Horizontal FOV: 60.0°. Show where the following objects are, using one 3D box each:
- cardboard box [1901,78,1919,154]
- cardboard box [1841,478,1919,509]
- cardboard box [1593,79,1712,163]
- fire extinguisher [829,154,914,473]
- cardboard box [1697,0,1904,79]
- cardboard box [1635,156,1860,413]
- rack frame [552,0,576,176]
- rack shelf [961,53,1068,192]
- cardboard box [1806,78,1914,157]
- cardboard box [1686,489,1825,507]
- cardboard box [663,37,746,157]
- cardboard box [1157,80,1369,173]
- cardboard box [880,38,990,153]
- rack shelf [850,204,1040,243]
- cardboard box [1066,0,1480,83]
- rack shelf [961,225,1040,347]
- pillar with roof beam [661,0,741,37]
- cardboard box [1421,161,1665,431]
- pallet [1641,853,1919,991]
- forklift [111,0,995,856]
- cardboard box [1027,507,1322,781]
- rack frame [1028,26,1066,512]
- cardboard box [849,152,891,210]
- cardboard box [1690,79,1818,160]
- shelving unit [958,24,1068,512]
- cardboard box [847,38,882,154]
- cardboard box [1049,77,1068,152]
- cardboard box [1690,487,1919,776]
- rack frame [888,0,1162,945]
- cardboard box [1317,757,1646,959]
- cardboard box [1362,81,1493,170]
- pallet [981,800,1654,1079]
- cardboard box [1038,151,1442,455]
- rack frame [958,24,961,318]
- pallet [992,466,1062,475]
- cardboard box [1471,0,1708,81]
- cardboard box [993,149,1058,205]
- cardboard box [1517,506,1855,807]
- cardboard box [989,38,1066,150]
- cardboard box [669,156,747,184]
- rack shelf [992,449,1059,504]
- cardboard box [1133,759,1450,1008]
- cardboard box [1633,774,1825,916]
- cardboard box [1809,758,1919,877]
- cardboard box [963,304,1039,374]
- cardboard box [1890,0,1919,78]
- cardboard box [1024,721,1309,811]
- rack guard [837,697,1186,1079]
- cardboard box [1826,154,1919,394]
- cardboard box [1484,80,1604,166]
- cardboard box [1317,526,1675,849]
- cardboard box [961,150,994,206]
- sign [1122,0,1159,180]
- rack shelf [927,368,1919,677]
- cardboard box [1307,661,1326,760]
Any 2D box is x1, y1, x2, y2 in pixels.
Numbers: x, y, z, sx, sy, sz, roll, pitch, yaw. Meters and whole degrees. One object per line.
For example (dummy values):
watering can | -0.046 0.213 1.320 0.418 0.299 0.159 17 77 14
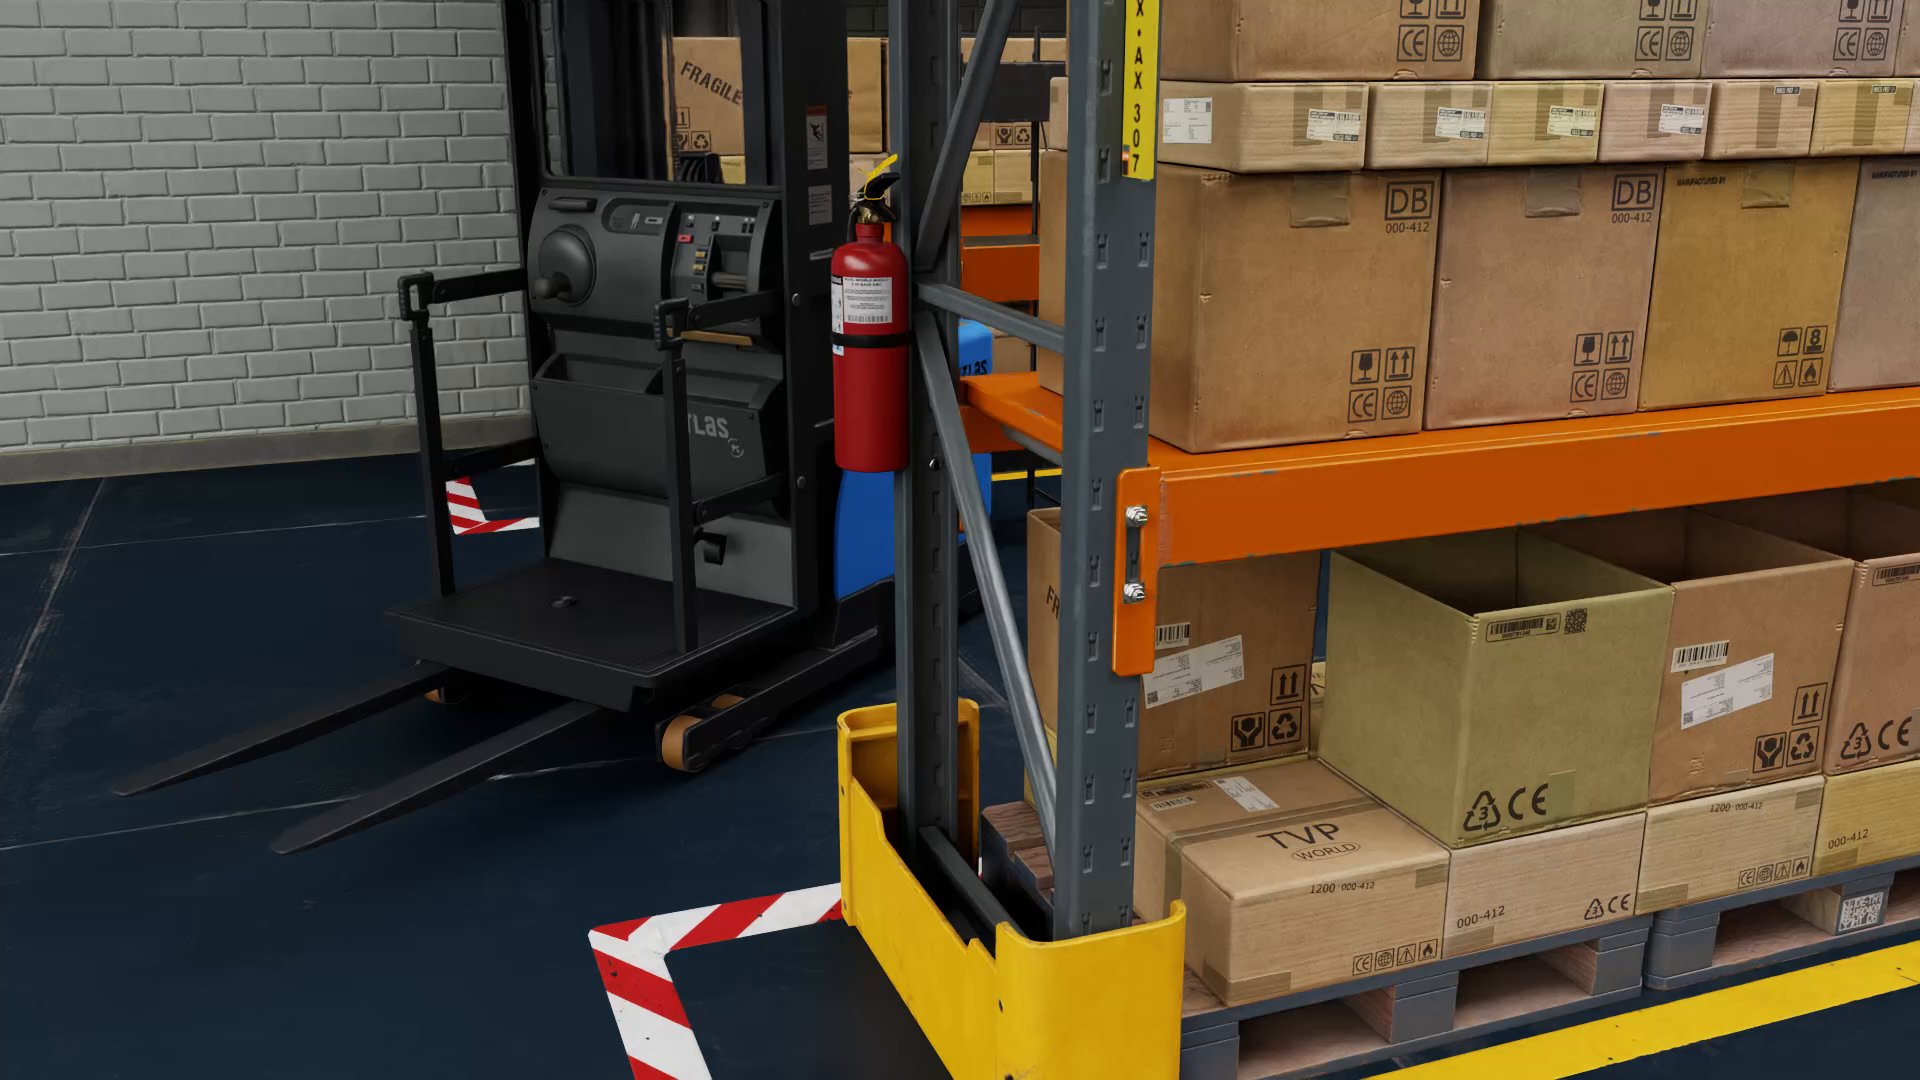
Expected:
cardboard box | 1.964 -0.914 3.559 0.250 0.149 0.380 -6 17 -20
cardboard box | 2.529 0.140 4.101 0.500 0.500 0.500 -6 17 -20
cardboard box | 1.244 -0.836 3.294 0.250 0.149 0.380 -6 18 -21
fire extinguisher | -0.192 -0.491 3.582 0.183 0.674 0.296 -6 17 -20
cardboard box | 1.535 -1.242 3.525 0.500 0.500 0.700 -6 17 -20
cardboard box | 1.480 -0.612 3.681 0.500 0.500 0.700 -6 17 -20
rack frame | -1.691 -1.720 7.633 0.127 3.000 1.000 -6 17 -20
rack shelf | 0.155 -1.683 6.666 0.480 0.518 0.431 -6 17 -20
cardboard box | 1.730 -0.890 3.476 0.250 0.149 0.380 -6 18 -21
cardboard box | 1.875 0.053 4.396 0.500 0.500 0.500 -6 17 -20
cardboard box | -1.138 -1.987 7.440 0.500 0.500 0.500 -6 17 -20
cardboard box | 0.528 -0.760 3.032 0.250 0.149 0.380 -6 18 -20
cardboard box | -0.188 -2.084 7.773 0.500 0.500 0.500 -7 18 -22
rack shelf | 0.177 -1.577 8.421 4.000 0.370 1.077 -6 17 -20
cardboard box | 0.575 -1.137 3.166 0.500 0.500 0.700 -6 17 -20
rack shelf | 0.155 -1.011 6.863 0.480 0.518 0.431 -6 17 -20
pillar with roof beam | 0.194 -3.764 3.946 0.400 9.000 9.100 -6 17 -20
cardboard box | 1.014 -0.563 3.515 0.500 0.500 0.700 -6 17 -19
pallet | 1.922 0.710 4.304 1.213 0.211 1.003 -6 17 -20
forklift | -1.063 -0.881 4.897 1.130 2.935 3.031 10 19 30
cardboard box | 0.479 0.208 3.869 0.500 0.500 0.500 -6 17 -20
rack frame | 0.382 -1.049 6.943 0.015 2.100 0.400 -6 17 -20
cardboard box | -0.642 -1.680 7.725 0.500 0.250 0.500 -7 18 -22
cardboard box | 1.492 -0.864 3.388 0.250 0.149 0.380 -7 18 -22
shelving unit | 0.155 -1.024 6.859 0.503 2.100 0.431 -6 17 -20
cardboard box | -0.673 -2.034 7.601 0.500 0.500 0.500 -6 17 -20
cardboard box | 0.374 -0.865 3.392 0.250 0.149 0.380 -6 18 -21
cardboard box | 2.067 0.195 3.916 0.500 0.500 0.500 -6 17 -20
rack frame | 0.085 -0.417 3.196 0.127 3.000 1.000 -6 17 -20
cardboard box | 1.131 0.653 3.684 0.500 0.250 0.500 -6 17 -20
cardboard box | 0.774 -0.787 3.125 0.250 0.149 0.380 -7 18 -22
pallet | 0.784 0.832 3.889 1.213 0.211 1.003 -6 17 -20
cardboard box | 0.526 -0.509 3.331 0.500 0.500 0.700 -6 17 -20
rack frame | -0.073 -1.000 6.775 0.015 2.100 0.400 -6 17 -20
pallet | 0.289 -0.585 8.714 1.213 0.211 1.003 -6 17 -20
cardboard box | 1.064 -1.191 3.351 0.500 0.500 0.700 -7 18 -22
cardboard box | 0.309 -1.780 8.066 0.500 0.250 0.500 -6 17 -20
cardboard box | 1.594 0.240 3.760 0.500 0.500 0.500 -6 17 -20
cardboard box | 0.290 -2.140 7.961 0.500 0.500 0.500 -6 17 -18
cardboard box | -1.122 -1.624 7.534 0.500 0.250 0.500 -7 18 -22
rack shelf | 0.155 -0.339 7.060 0.480 0.518 0.431 -6 17 -20
cardboard box | 0.665 0.705 3.509 0.500 0.250 0.500 -6 17 -20
cardboard box | 1.598 0.603 3.855 0.500 0.250 0.500 -6 17 -20
cardboard box | 2.067 0.554 4.022 0.500 0.250 0.500 -6 17 -20
cardboard box | 0.223 -0.896 8.483 0.500 0.500 0.700 -7 18 -24
cardboard box | 2.002 -1.293 3.697 0.500 0.500 0.700 -6 17 -20
cardboard box | 0.480 0.569 3.973 0.500 0.250 0.500 -6 17 -20
rack guard | 0.063 0.784 3.540 0.348 0.500 1.175 -6 17 -20
cardboard box | 1.970 -0.666 3.865 0.500 0.500 0.700 -6 17 -18
cardboard box | 1.007 -0.812 3.210 0.250 0.149 0.380 -6 17 -20
cardboard box | 1.132 0.294 3.577 0.500 0.500 0.500 -6 17 -20
cardboard box | -0.164 -1.730 7.895 0.500 0.250 0.500 -6 18 -21
sign | 0.278 -0.724 2.563 0.005 0.325 0.100 -6 17 -20
rack shelf | 1.953 -0.274 3.984 4.000 0.370 1.077 -6 17 -20
cardboard box | 0.943 0.515 4.155 0.500 0.250 0.500 -6 17 -20
